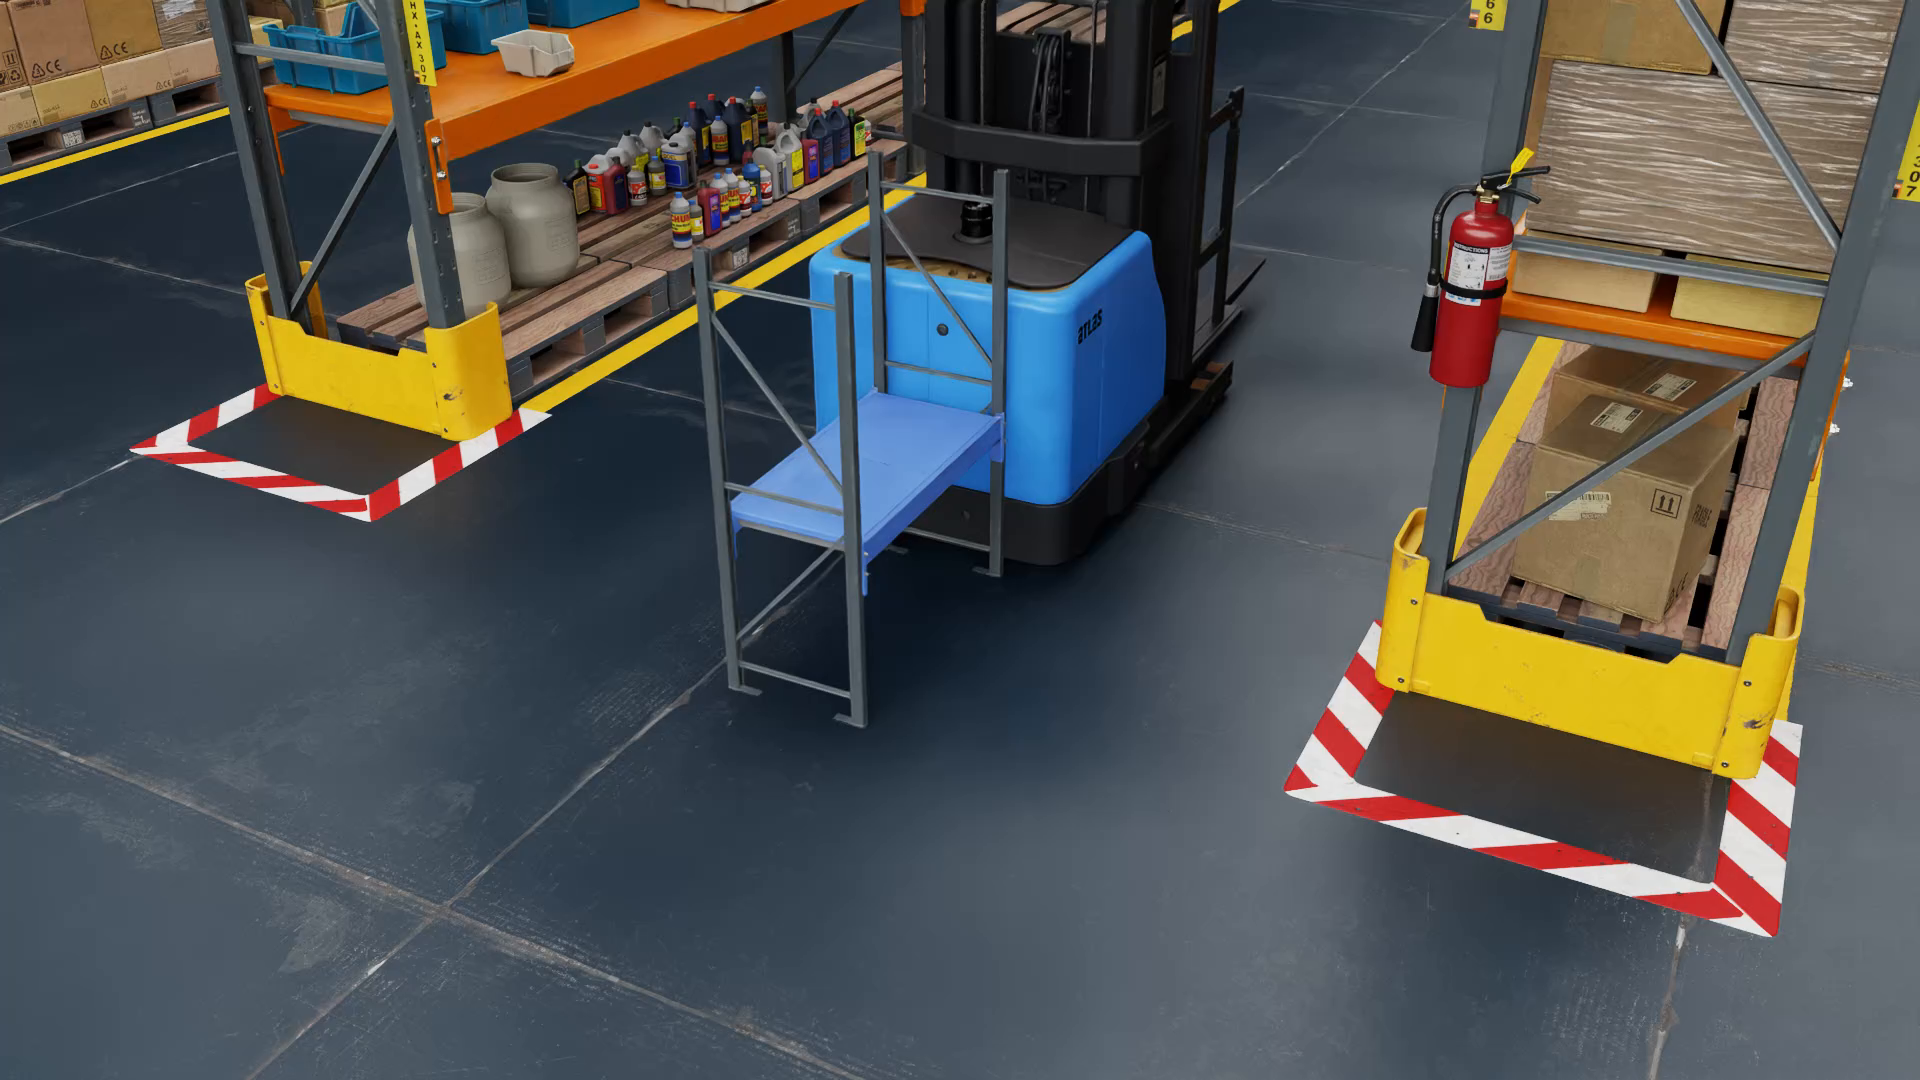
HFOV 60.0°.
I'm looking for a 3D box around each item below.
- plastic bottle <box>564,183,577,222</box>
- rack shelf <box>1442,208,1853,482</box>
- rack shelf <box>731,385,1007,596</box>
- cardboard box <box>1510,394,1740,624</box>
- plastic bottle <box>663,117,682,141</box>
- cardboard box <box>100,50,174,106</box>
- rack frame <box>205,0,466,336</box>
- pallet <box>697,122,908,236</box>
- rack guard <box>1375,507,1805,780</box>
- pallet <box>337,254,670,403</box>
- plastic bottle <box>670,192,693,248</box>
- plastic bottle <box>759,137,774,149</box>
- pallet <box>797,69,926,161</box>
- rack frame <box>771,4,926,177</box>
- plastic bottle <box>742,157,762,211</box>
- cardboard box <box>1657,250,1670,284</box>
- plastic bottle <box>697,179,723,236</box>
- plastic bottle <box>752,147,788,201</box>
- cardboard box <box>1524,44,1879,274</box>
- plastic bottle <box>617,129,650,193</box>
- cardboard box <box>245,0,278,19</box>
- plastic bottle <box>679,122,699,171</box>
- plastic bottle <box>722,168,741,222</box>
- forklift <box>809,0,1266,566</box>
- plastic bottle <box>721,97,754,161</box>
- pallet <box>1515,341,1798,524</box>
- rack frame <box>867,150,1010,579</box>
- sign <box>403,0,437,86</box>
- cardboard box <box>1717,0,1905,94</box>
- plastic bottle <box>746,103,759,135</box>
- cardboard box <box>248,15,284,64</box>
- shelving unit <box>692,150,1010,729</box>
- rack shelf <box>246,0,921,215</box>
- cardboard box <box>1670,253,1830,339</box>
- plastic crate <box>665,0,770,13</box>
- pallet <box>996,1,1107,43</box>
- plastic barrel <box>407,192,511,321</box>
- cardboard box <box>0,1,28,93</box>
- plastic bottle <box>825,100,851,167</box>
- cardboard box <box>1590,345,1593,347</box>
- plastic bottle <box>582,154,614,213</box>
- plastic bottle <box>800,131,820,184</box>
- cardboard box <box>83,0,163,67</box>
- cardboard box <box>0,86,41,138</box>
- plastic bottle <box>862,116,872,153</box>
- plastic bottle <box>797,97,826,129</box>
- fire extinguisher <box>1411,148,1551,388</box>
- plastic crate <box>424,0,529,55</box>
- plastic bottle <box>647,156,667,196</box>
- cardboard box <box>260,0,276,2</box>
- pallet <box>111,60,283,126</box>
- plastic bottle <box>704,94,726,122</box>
[{"bbox_3d":[-2.057,-1.759,8.669,0.097,0.201,0.097,0,30,0],"label":"plastic bottle"},{"bbox_3d":[2.817,-1.319,6.257,1.077,0.370,4.000,14,33,23],"label":"rack shelf"},{"bbox_3d":[-0.297,-0.189,5.434,0.538,0.185,1.000,14,33,22],"label":"rack shelf"},{"bbox_3d":[2.205,-0.116,5.528,0.500,0.500,0.500,21,36,32],"label":"cardboard box"},{"bbox_3d":[-1.617,-2.243,9.430,0.061,0.283,0.133,16,33,25],"label":"plastic bottle"},{"bbox_3d":[-5.557,-3.057,10.900,0.500,0.250,0.500,14,33,23],"label":"cardboard box"},{"bbox_3d":[-2.503,-1.868,6.491,1.000,3.000,0.127,14,33,23],"label":"rack frame"},{"bbox_3d":[-1.024,-2.144,9.771,1.003,0.211,1.213,14,33,23],"label":"pallet"},{"bbox_3d":[1.940,0.306,5.215,1.175,0.500,0.348,14,33,23],"label":"rack guard"},{"bbox_3d":[-2.136,-1.062,7.888,1.003,0.211,1.213,14,33,23],"label":"pallet"},{"bbox_3d":[-1.400,-1.609,8.337,0.097,0.271,0.097,0,30,0],"label":"plastic bottle"},{"bbox_3d":[-1.056,-2.087,9.158,0.061,0.283,0.133,14,33,23],"label":"plastic bottle"},{"bbox_3d":[-0.358,-2.789,10.895,1.003,0.211,1.213,14,33,23],"label":"pallet"},{"bbox_3d":[-0.681,-3.641,9.579,1.000,3.000,0.127,14,33,23],"label":"rack frame"},{"bbox_3d":[-1.106,-1.895,8.836,0.097,0.271,0.097,0,30,0],"label":"plastic bottle"},{"bbox_3d":[1.966,-0.919,5.091,0.380,0.149,0.250,14,33,23],"label":"cardboard box"},{"bbox_3d":[-1.281,-1.710,8.502,0.061,0.283,0.133,15,33,24],"label":"plastic bottle"},{"bbox_3d":[-1.030,-2.001,9.015,0.152,0.276,0.135,15,33,24],"label":"plastic bottle"},{"bbox_3d":[2.181,-1.154,4.849,0.875,0.500,0.500,14,33,23],"label":"cardboard box"},{"bbox_3d":[-1.783,-2.065,9.052,0.144,0.351,0.185,16,33,25],"label":"plastic bottle"},{"bbox_3d":[-5.158,-4.006,12.553,0.500,0.250,0.500,14,33,23],"label":"cardboard box"},{"bbox_3d":[-1.538,-2.228,9.415,0.097,0.271,0.097,0,30,0],"label":"plastic bottle"},{"bbox_3d":[-1.198,-1.805,8.679,0.097,0.271,0.097,0,30,0],"label":"plastic bottle"},{"bbox_3d":[0.551,-1.890,6.598,1.130,2.935,3.031,14,33,22],"label":"forklift"},{"bbox_3d":[-1.290,-2.387,9.613,0.144,0.351,0.185,14,33,23],"label":"plastic bottle"},{"bbox_3d":[2.899,-0.460,6.839,1.003,0.211,1.213,14,33,23],"label":"pallet"},{"bbox_3d":[-0.073,-0.572,5.741,0.500,1.500,0.032,14,33,22],"label":"rack frame"},{"bbox_3d":[-2.016,-1.861,6.201,0.100,0.325,0.005,14,33,23],"label":"sign"},{"bbox_3d":[2.399,-1.532,4.503,0.500,0.500,0.500,14,33,23],"label":"cardboard box"},{"bbox_3d":[-1.263,-2.532,10.015,0.097,0.201,0.097,0,30,0],"label":"plastic bottle"},{"bbox_3d":[-5.106,-3.501,11.674,0.500,0.250,0.500,14,33,23],"label":"cardboard box"},{"bbox_3d":[-0.297,-0.345,5.345,0.538,1.500,1.048,14,33,22],"label":"shelving unit"},{"bbox_3d":[-1.592,-2.443,8.214,1.077,0.370,4.000,14,33,23],"label":"rack shelf"},{"bbox_3d":[2.248,-0.708,4.723,0.380,0.149,0.250,14,33,23],"label":"cardboard box"},{"bbox_3d":[-1.196,-2.750,8.291,0.530,0.136,0.437,14,33,23],"label":"plastic crate"},{"bbox_3d":[0.753,-3.871,12.778,1.003,0.211,1.213,14,33,23],"label":"pallet"},{"bbox_3d":[-2.272,-1.280,7.544,0.421,0.512,0.421,0,30,0],"label":"plastic barrel"},{"bbox_3d":[-6.027,-2.942,9.948,0.500,0.500,0.500,14,33,23],"label":"cardboard box"},{"bbox_3d":[-0.718,-2.333,9.518,0.144,0.351,0.185,13,32,22],"label":"plastic bottle"},{"bbox_3d":[2.749,-0.662,6.478,0.500,0.500,0.500,18,34,28],"label":"cardboard box"},{"bbox_3d":[-1.918,-1.897,8.834,0.152,0.276,0.135,15,33,24],"label":"plastic bottle"},{"bbox_3d":[-0.843,-2.137,9.244,0.061,0.283,0.133,17,34,27],"label":"plastic bottle"},{"bbox_3d":[-5.568,-3.385,10.719,0.500,0.500,0.500,14,33,23],"label":"cardboard box"},{"bbox_3d":[-6.016,-2.614,10.130,0.500,0.250,0.500,14,33,23],"label":"cardboard box"},{"bbox_3d":[-0.569,-2.387,9.763,0.097,0.201,0.097,0,30,0],"label":"plastic bottle"},{"bbox_3d":[-0.846,-2.365,9.575,0.144,0.351,0.185,14,33,23],"label":"plastic bottle"},{"bbox_3d":[1.443,-0.765,4.647,0.296,0.674,0.183,14,33,23],"label":"fire extinguisher"},{"bbox_3d":[-2.241,-2.380,7.532,0.499,0.251,0.408,14,33,23],"label":"plastic crate"},{"bbox_3d":[-1.655,-1.992,9.076,0.097,0.201,0.097,0,30,0],"label":"plastic bottle"},{"bbox_3d":[-5.160,-4.244,12.405,0.500,0.311,0.500,14,33,23],"label":"cardboard box"},{"bbox_3d":[-5.489,-3.214,11.636,1.003,0.211,1.213,14,33,23],"label":"pallet"},{"bbox_3d":[-1.418,-2.420,9.670,0.144,0.351,0.185,15,33,25],"label":"plastic bottle"}]
